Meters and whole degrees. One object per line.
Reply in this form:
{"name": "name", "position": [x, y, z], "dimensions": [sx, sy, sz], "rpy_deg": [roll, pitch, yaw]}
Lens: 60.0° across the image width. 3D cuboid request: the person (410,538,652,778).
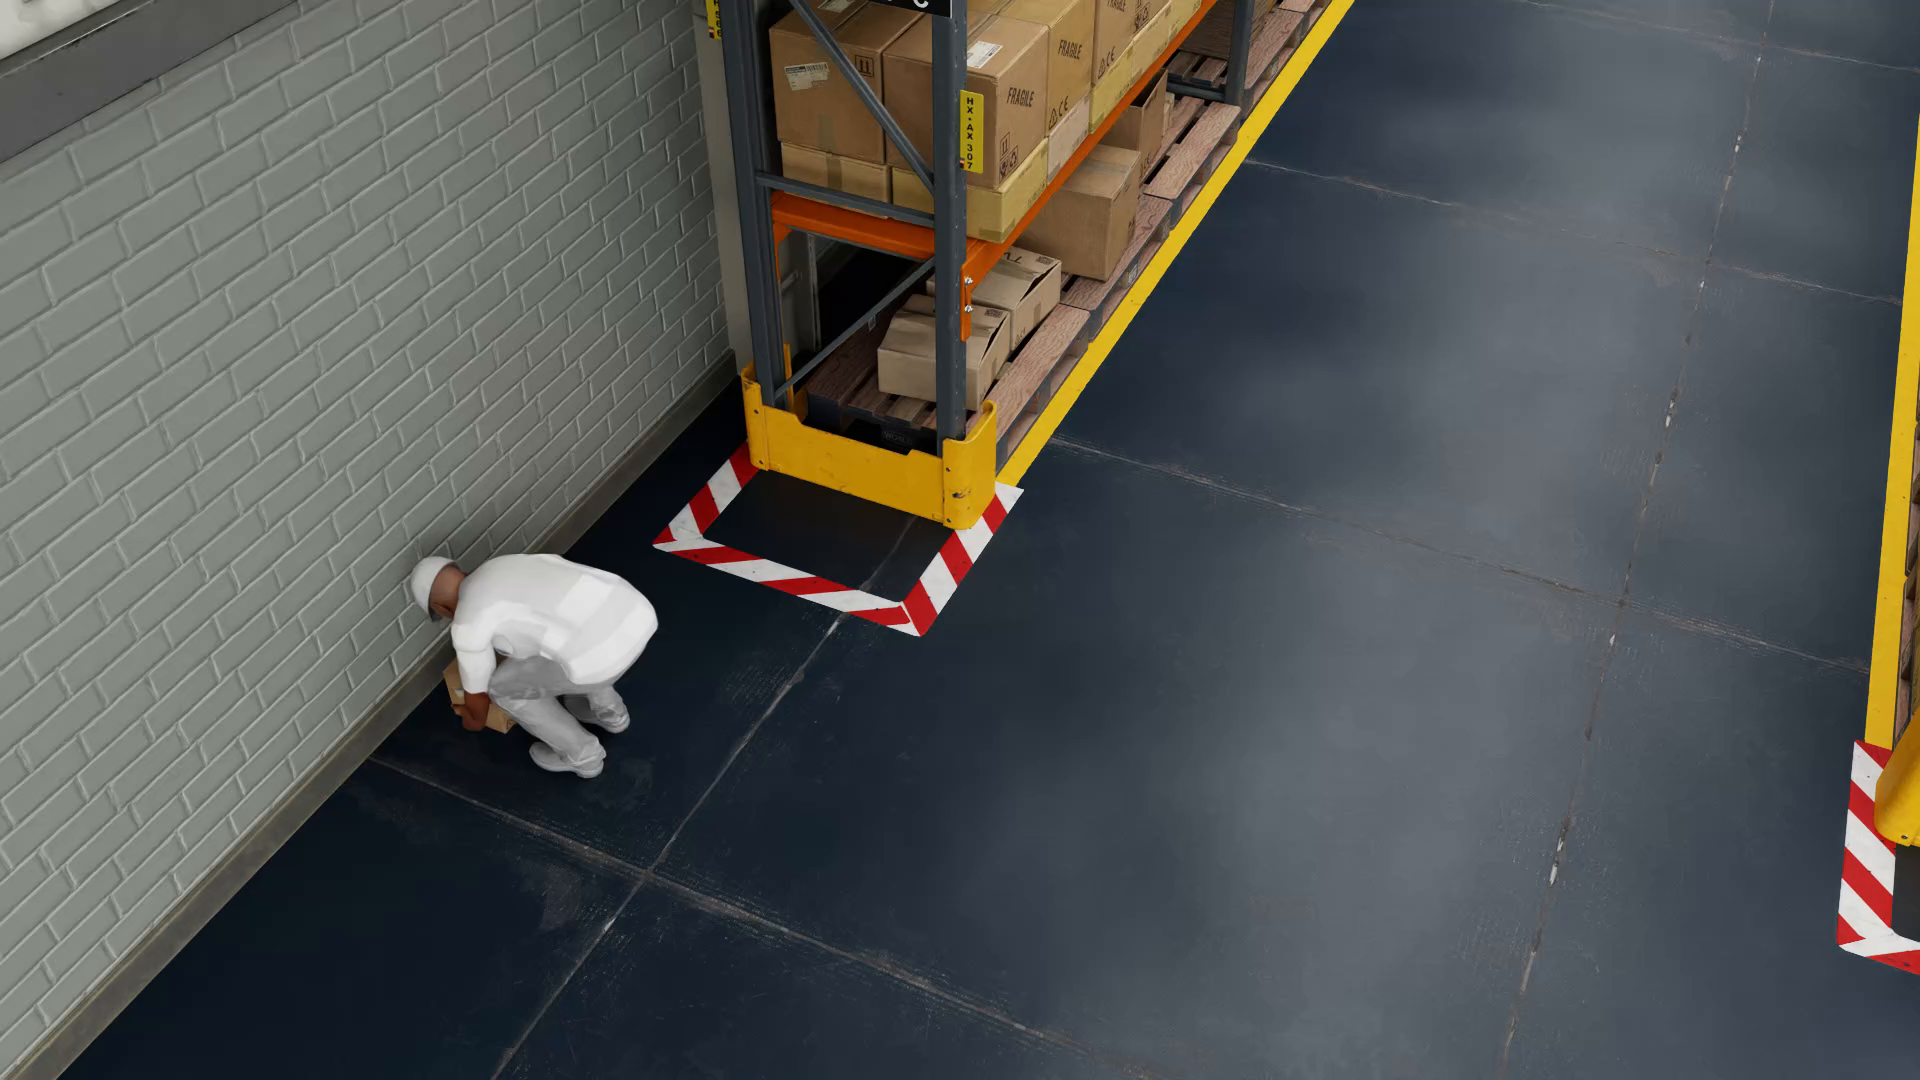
{"name": "person", "position": [-1.624, 0.399, 6.314], "dimensions": [0.975, 0.939, 0.497], "rpy_deg": [15, 44, 16]}
